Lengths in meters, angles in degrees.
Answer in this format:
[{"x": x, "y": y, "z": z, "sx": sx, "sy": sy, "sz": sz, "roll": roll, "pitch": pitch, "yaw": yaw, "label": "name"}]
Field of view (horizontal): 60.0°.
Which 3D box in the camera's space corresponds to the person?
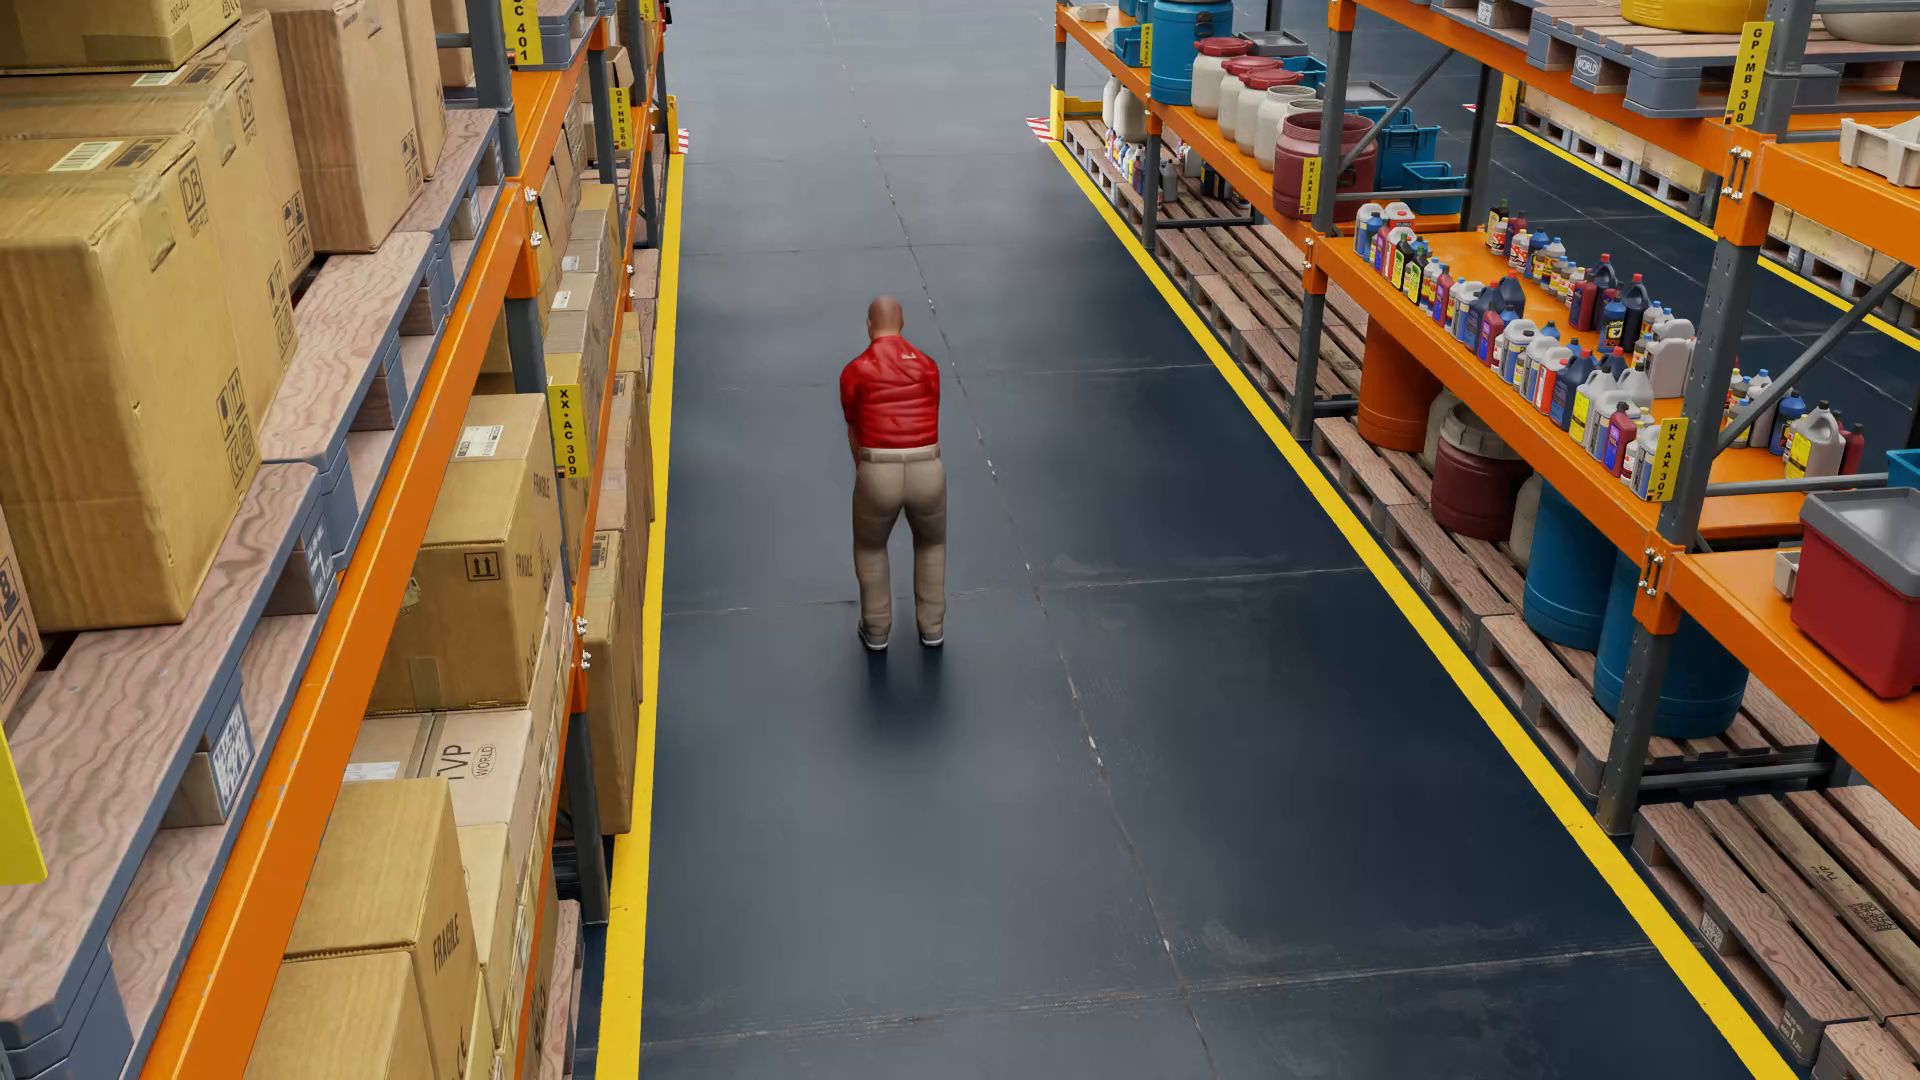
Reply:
[{"x": -0.307, "y": -0.302, "z": 7.817, "sx": 0.477, "sy": 1.657, "sz": 0.598, "roll": -4, "pitch": 27, "yaw": -8, "label": "person"}]
